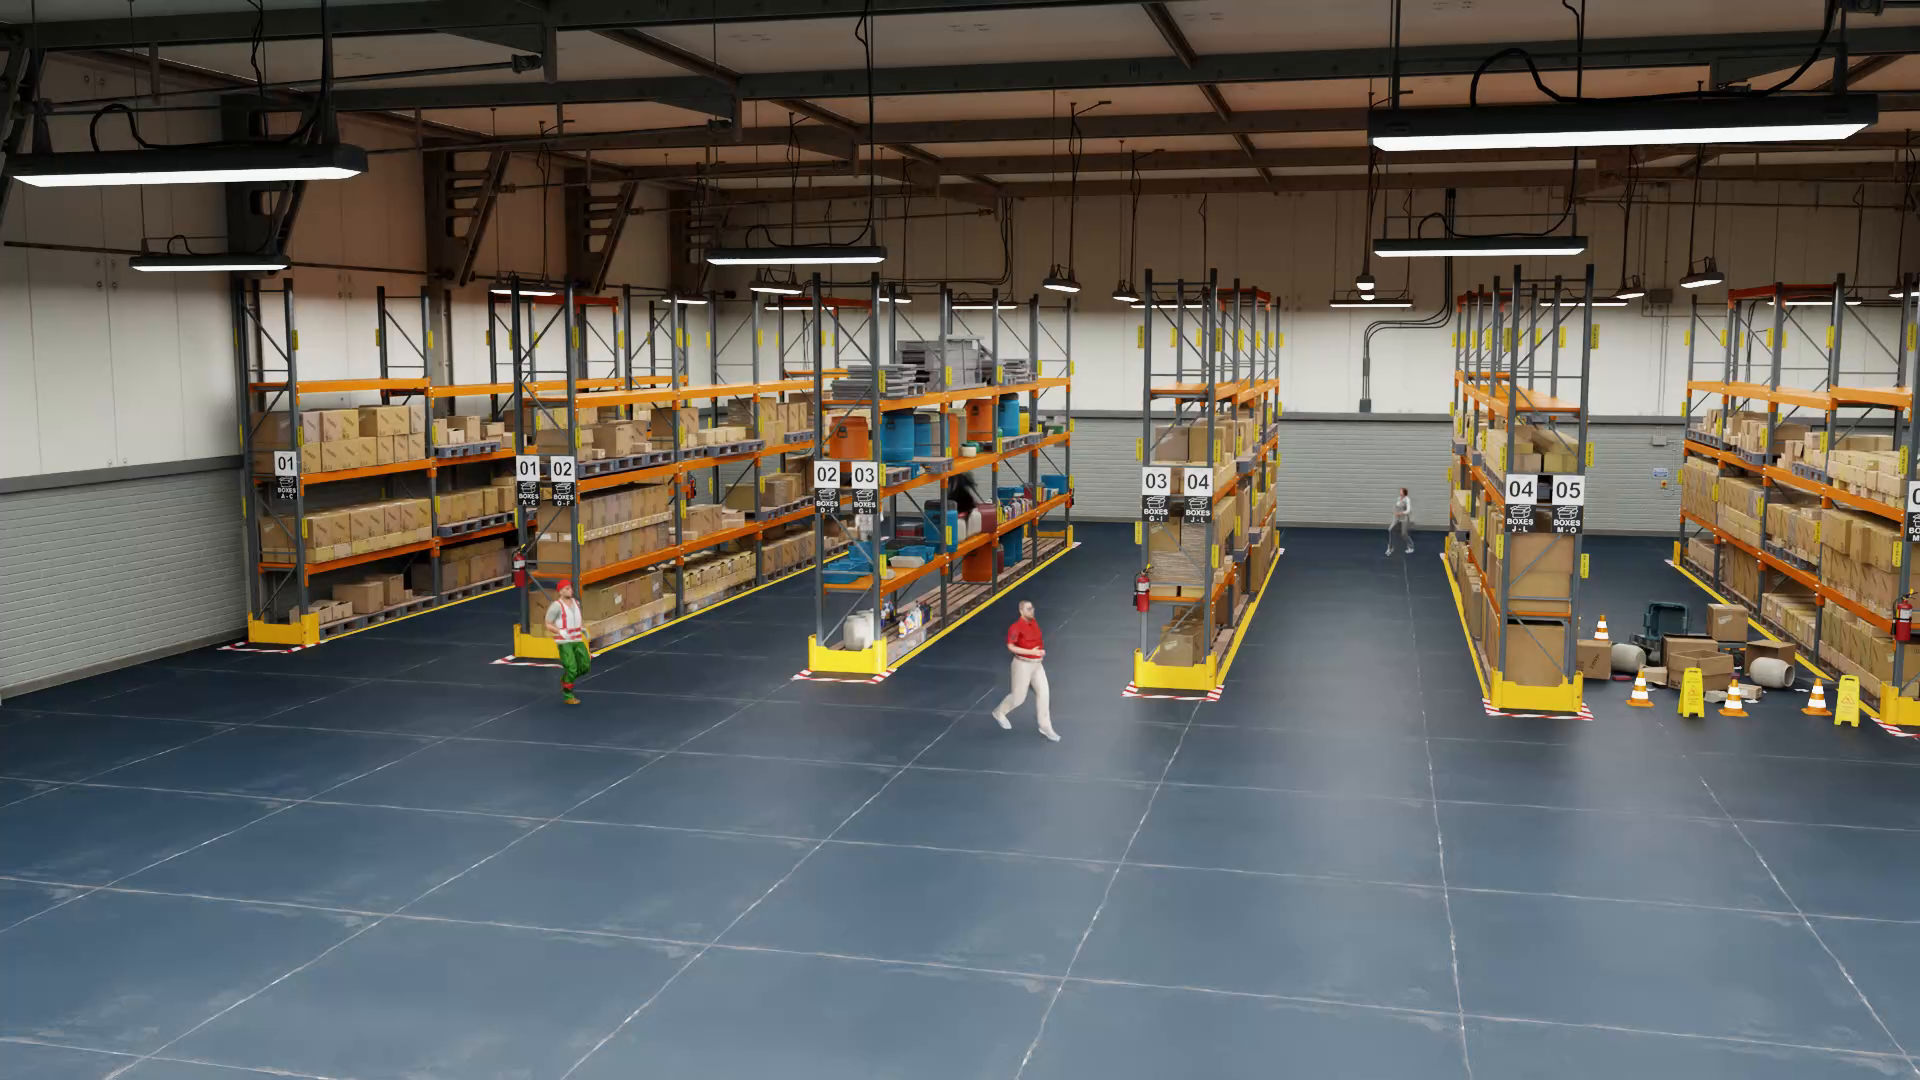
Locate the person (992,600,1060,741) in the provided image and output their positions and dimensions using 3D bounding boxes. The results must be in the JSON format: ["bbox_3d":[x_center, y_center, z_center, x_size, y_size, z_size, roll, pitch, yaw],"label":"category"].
[{"bbox_3d":[0.839,1.630,21.050,0.980,1.750,0.673,6,9,41],"label":"person"}]

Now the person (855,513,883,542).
[{"bbox_3d":[-1.861,-0.150,33.754,0.613,1.710,0.845,1,7,5],"label":"person"}]

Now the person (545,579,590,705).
[{"bbox_3d":[-5.382,1.399,22.896,0.613,1.738,0.651,5,9,37],"label":"person"}]

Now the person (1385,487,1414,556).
[{"bbox_3d":[10.339,-0.436,38.839,0.700,1.621,0.538,-3,8,-27],"label":"person"}]
